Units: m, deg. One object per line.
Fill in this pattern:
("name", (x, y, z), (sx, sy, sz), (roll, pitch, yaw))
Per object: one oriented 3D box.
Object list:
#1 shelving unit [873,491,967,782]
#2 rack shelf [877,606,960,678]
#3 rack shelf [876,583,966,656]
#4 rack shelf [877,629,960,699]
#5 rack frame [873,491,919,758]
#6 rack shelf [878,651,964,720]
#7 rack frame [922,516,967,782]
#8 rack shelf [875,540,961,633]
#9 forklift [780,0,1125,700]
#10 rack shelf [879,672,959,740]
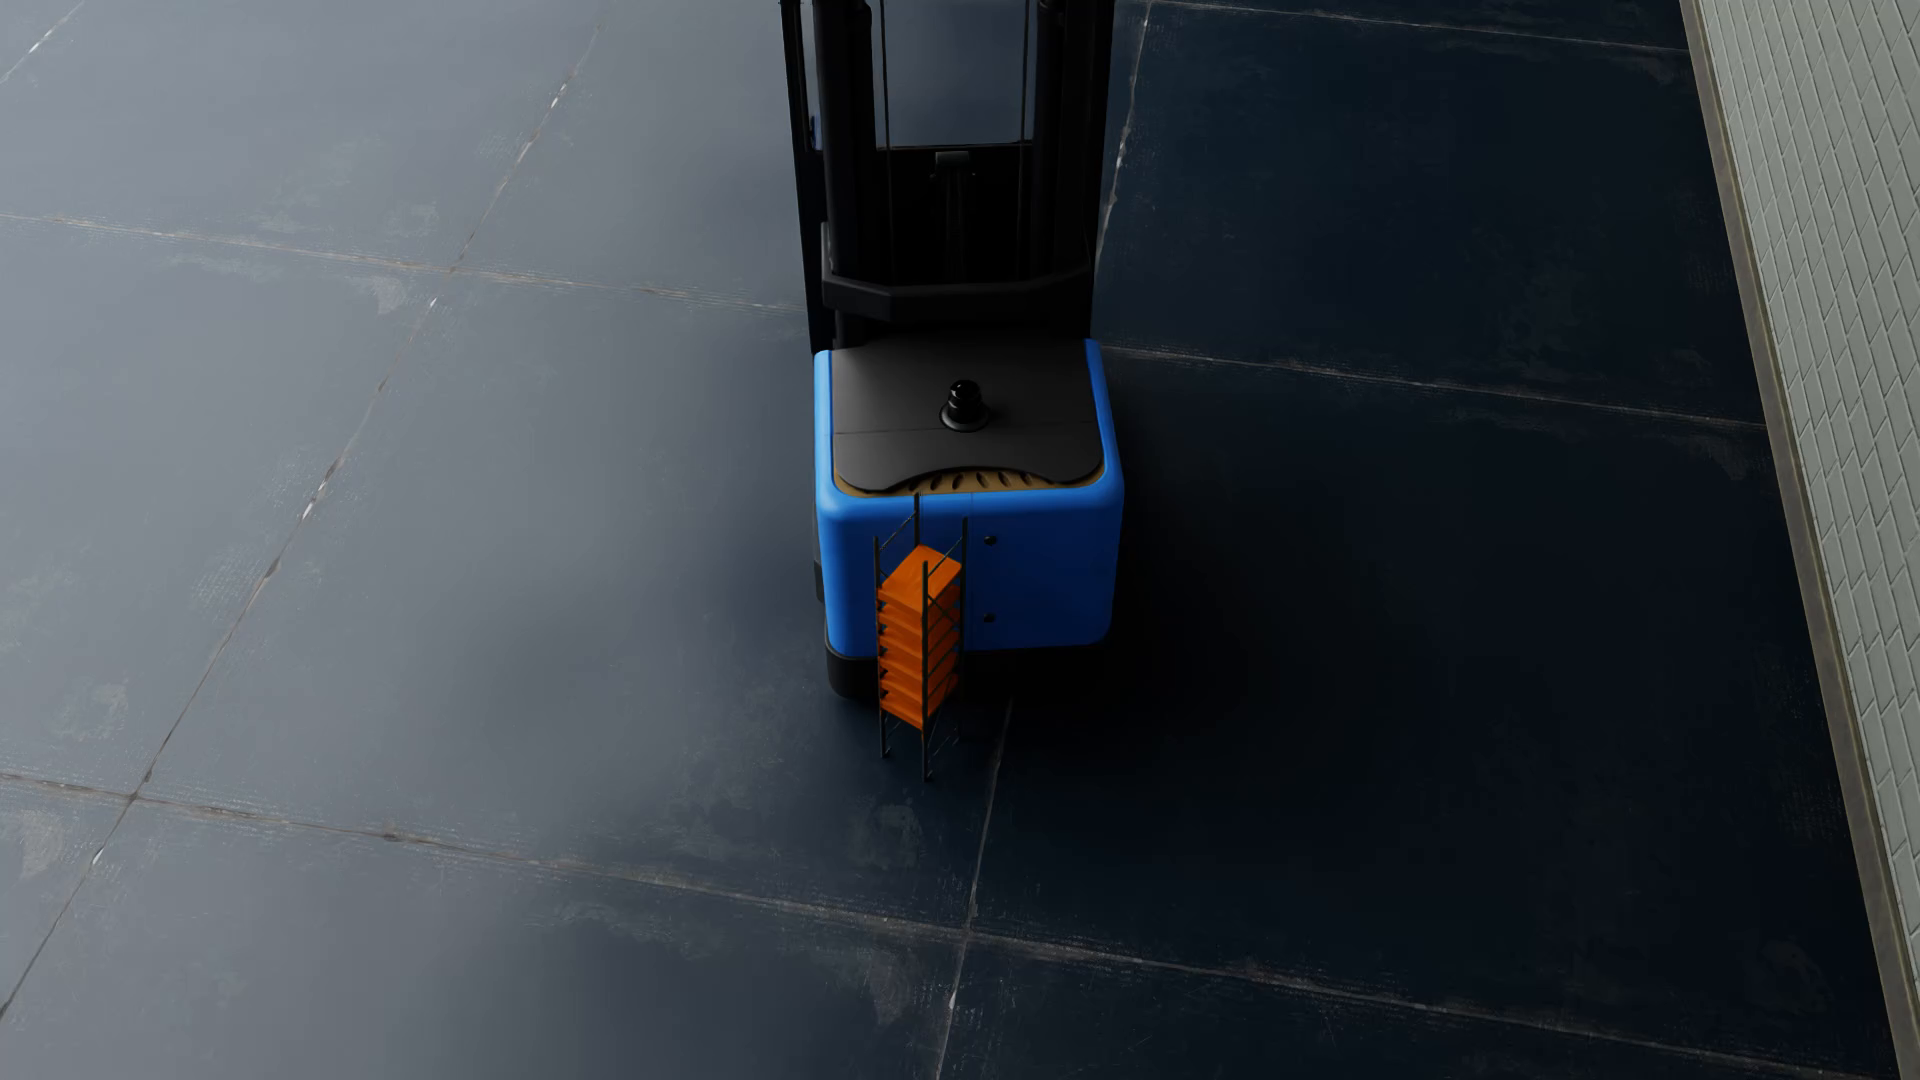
("shelving unit", (-0.130, 0.357, 5.593), (0.189, 1.200, 0.258), (27, 54, 21))
("rack shelf", (-0.129, 0.307, 5.536), (0.180, 0.103, 0.258), (27, 54, 21))
("rack shelf", (-0.128, 0.227, 5.446), (0.180, 0.103, 0.258), (27, 54, 21))
("rack shelf", (-0.131, 0.386, 5.626), (0.180, 0.103, 0.258), (27, 54, 21))
("rack frame", (-0.207, 0.318, 5.625), (0.006, 1.200, 0.240), (27, 54, 21))
("rack shelf", (-0.133, 0.465, 5.716), (0.180, 0.103, 0.258), (27, 54, 21))
("rack frame", (-0.054, 0.396, 5.560), (0.006, 1.200, 0.240), (27, 54, 21))
("rack shelf", (-0.126, 0.148, 5.356), (0.180, 0.103, 0.258), (27, 54, 21))
("forklift", (-0.057, -1.489, 6.090), (1.130, 2.935, 3.031), (-3, 48, -3))
("rack shelf", (-0.135, 0.544, 5.806), (0.180, 0.103, 0.258), (27, 54, 21))
